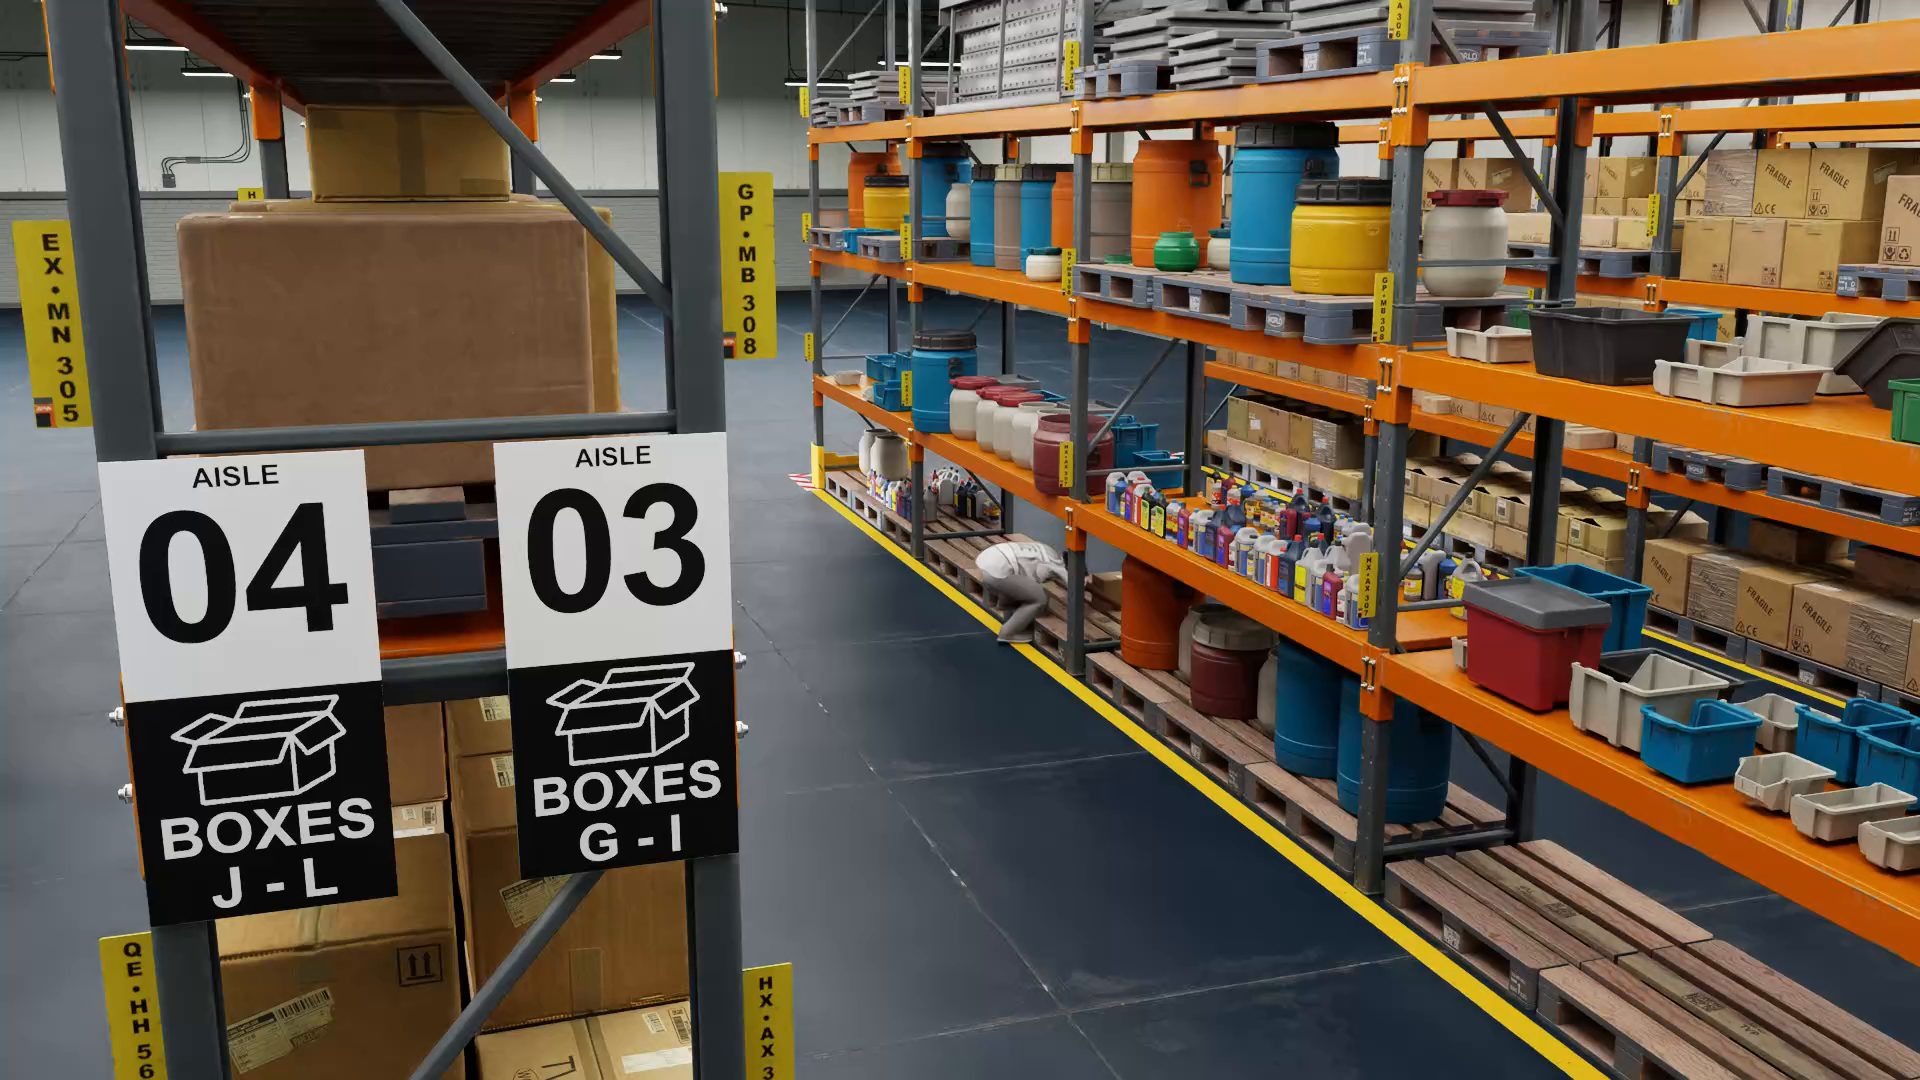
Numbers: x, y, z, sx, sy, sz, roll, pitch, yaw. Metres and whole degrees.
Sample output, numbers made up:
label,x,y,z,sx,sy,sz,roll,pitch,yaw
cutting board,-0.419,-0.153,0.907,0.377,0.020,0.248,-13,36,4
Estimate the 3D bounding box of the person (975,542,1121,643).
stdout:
label,x,y,z,sx,sy,sz,roll,pitch,yaw
person,0.715,0.392,13.258,1.207,0.778,0.466,-3,13,-15
